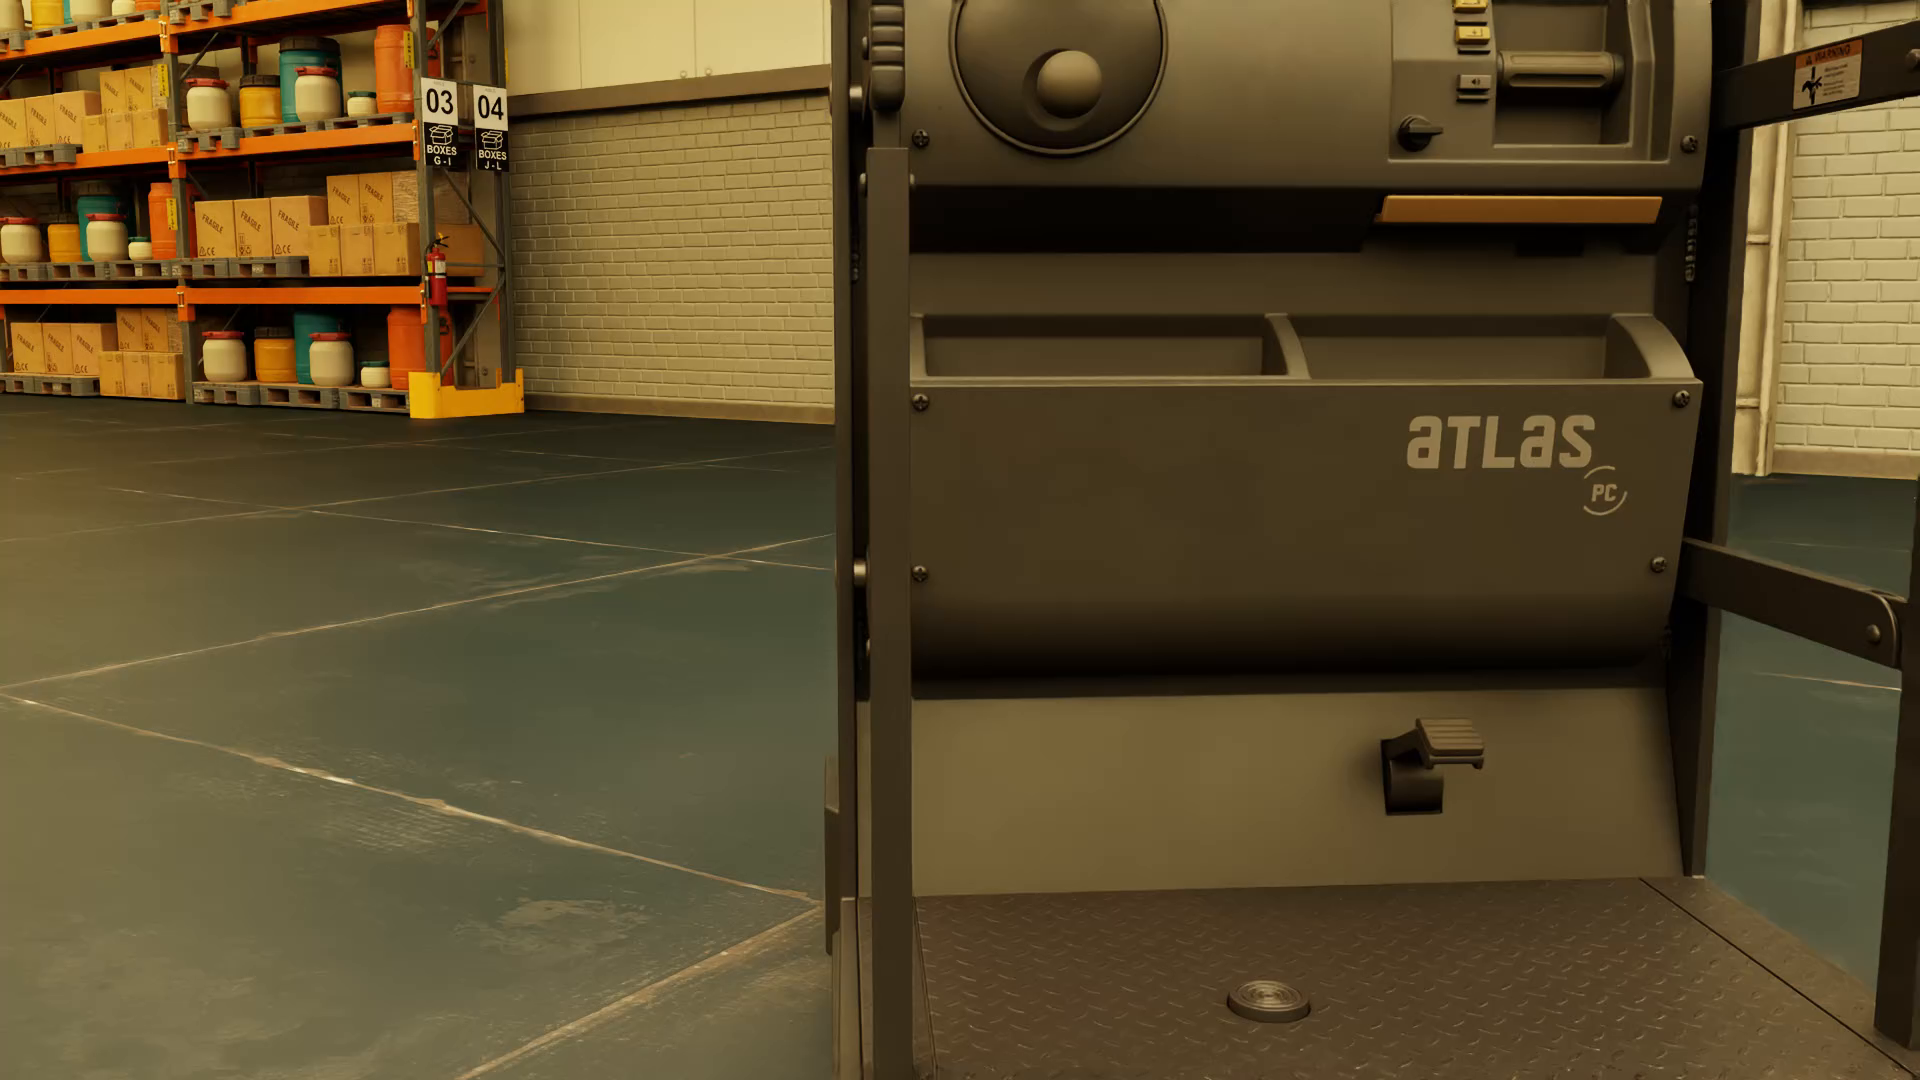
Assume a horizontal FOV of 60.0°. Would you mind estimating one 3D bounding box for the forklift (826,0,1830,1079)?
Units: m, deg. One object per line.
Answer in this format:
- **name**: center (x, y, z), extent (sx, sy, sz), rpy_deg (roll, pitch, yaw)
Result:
- **forklift**: center (0.380, -0.696, 2.084), extent (1.130, 2.935, 3.031), rpy_deg (-1, 8, -4)
